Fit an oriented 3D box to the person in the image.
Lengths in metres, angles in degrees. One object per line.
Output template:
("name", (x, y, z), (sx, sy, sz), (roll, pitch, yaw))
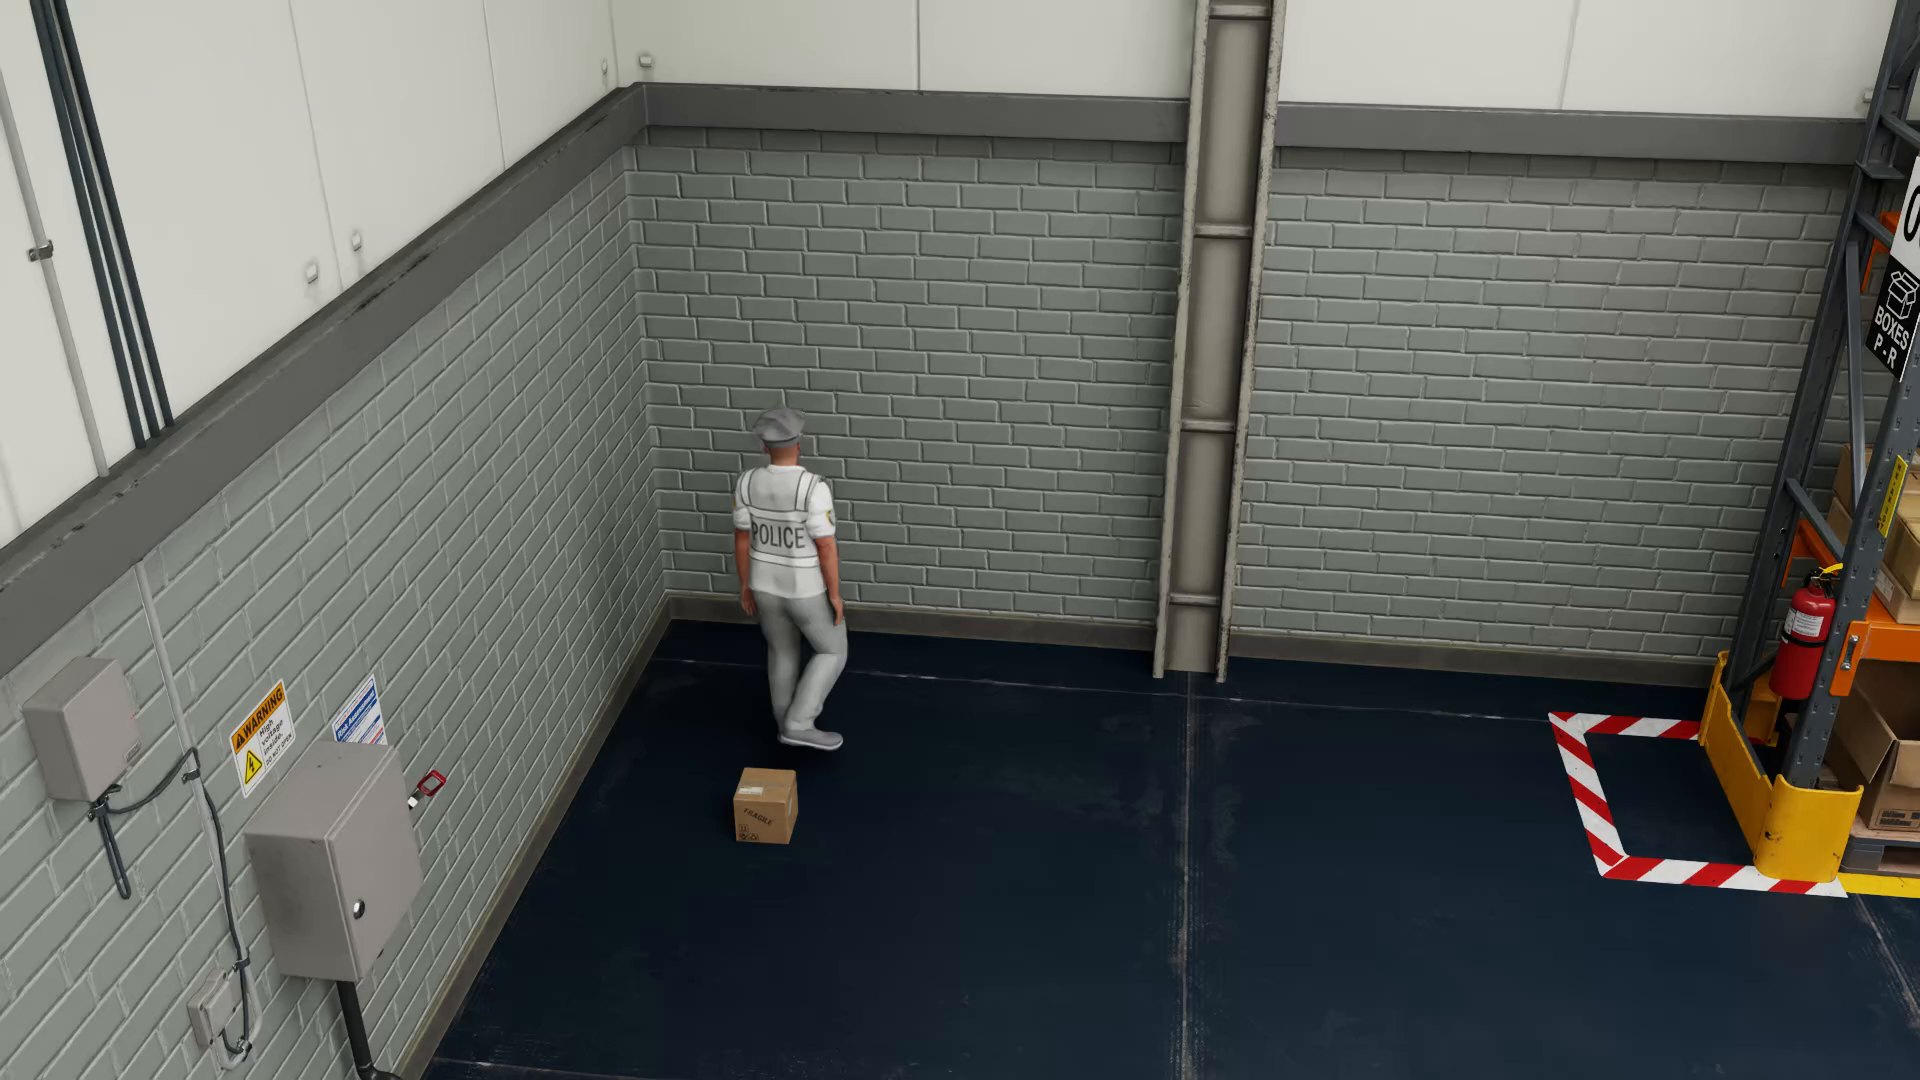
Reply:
("person", (-0.842, 0.252, 8.136), (0.602, 1.754, 0.568), (11, 30, 19))
